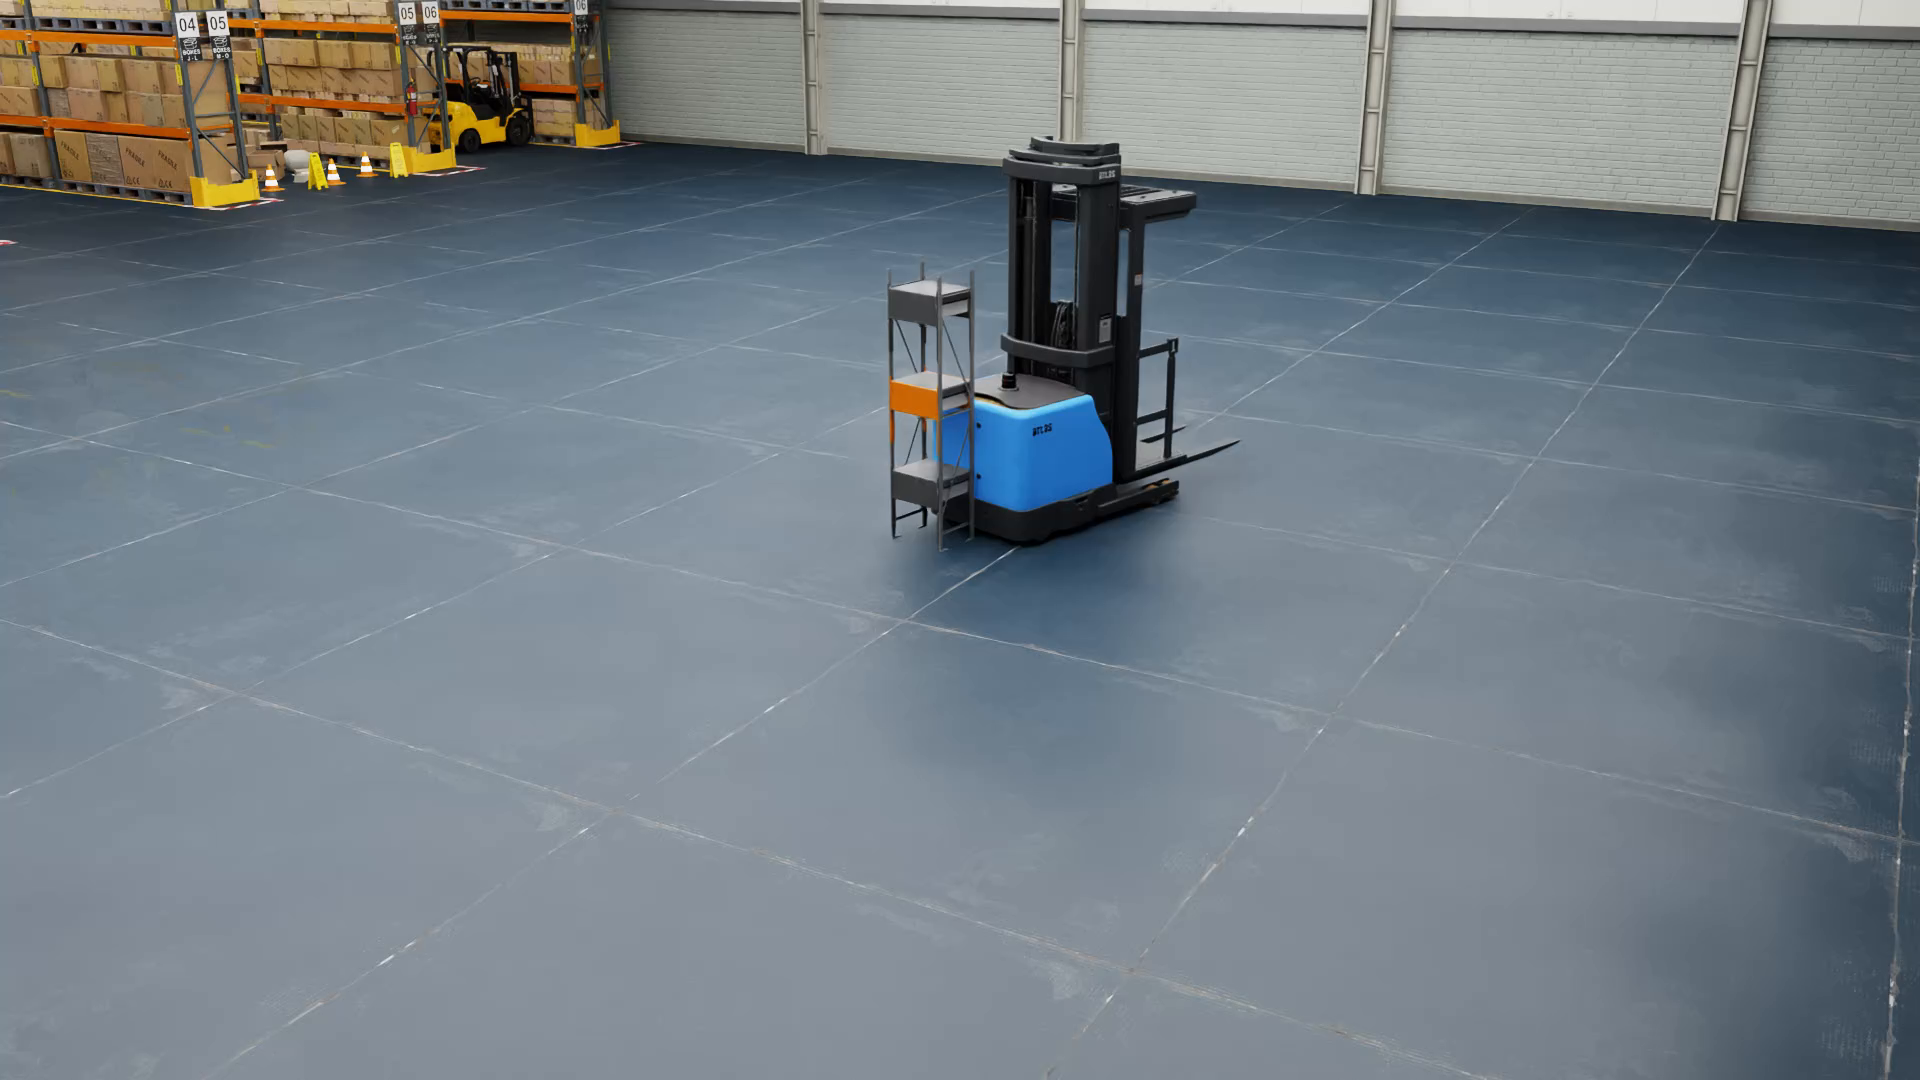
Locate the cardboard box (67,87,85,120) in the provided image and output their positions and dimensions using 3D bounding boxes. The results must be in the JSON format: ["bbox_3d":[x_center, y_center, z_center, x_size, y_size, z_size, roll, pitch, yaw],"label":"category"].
[{"bbox_3d":[-15.565,-7.939,30.132,0.550,0.550,0.875,11,23,27],"label":"cardboard box"}]

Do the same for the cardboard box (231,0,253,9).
[{"bbox_3d":[-14.639,-11.092,34.250,0.500,0.250,0.500,10,22,26],"label":"cardboard box"}]

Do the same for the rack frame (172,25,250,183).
[{"bbox_3d":[-12.892,-7.346,28.717,0.127,3.000,1.000,11,23,27],"label":"rack frame"}]

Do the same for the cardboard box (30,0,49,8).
[{"bbox_3d":[-16.094,-9.570,29.471,0.500,0.250,0.500,11,23,28],"label":"cardboard box"}]

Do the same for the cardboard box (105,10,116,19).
[{"bbox_3d":[-14.457,-9.048,28.616,0.250,0.149,0.380,11,23,28],"label":"cardboard box"}]

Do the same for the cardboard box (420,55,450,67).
[{"bbox_3d":[-12.194,-11.150,38.690,0.500,0.250,0.500,10,22,26],"label":"cardboard box"}]

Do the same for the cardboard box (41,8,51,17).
[{"bbox_3d":[-16.005,-9.343,29.430,0.250,0.149,0.380,11,23,28],"label":"cardboard box"}]

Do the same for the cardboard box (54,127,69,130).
[{"bbox_3d":[-20.462,-9.951,38.399,0.875,0.875,0.875,12,23,29],"label":"cardboard box"}]

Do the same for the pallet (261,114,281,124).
[{"bbox_3d":[-16.827,-10.672,41.977,1.213,0.211,1.003,11,23,27],"label":"pallet"}]

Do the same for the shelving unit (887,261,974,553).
[{"bbox_3d":[-0.214,-0.996,12.530,0.503,2.100,0.431,16,25,38],"label":"shelving unit"}]

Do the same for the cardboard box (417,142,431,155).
[{"bbox_3d":[-11.136,-7.957,33.819,0.500,0.250,0.500,11,22,27],"label":"cardboard box"}]

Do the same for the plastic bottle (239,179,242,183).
[{"bbox_3d":[-13.586,-6.823,31.586,0.283,0.061,0.133,3,20,9],"label":"plastic bottle"}]

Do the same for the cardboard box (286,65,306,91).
[{"bbox_3d":[-13.361,-9.455,33.950,0.500,0.500,0.500,11,23,27],"label":"cardboard box"}]

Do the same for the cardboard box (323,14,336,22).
[{"bbox_3d":[-12.377,-10.346,32.958,0.250,0.149,0.380,10,22,27],"label":"cardboard box"}]

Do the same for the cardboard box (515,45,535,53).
[{"bbox_3d":[-9.728,-10.985,37.216,0.250,0.149,0.380,11,23,28],"label":"cardboard box"}]

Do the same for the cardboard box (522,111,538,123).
[{"bbox_3d":[-9.620,-9.608,37.638,0.500,0.250,0.500,10,22,26],"label":"cardboard box"}]

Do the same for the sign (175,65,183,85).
[{"bbox_3d":[-13.169,-7.842,28.040,0.005,0.325,0.100,11,23,27],"label":"sign"}]

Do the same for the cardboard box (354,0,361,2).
[{"bbox_3d":[-11.640,-10.620,32.544,0.250,0.149,0.380,11,23,28],"label":"cardboard box"}]

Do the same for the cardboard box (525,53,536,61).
[{"bbox_3d":[-9.490,-10.811,37.171,0.250,0.149,0.380,10,22,26],"label":"cardboard box"}]

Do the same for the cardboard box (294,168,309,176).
[{"bbox_3d":[-12.695,-7.112,32.254,0.380,0.149,0.250,-11,23,-29],"label":"cardboard box"}]

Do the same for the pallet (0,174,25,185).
[{"bbox_3d":[-18.164,-7.008,31.876,1.213,0.211,1.003,11,23,27],"label":"pallet"}]

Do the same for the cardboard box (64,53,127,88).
[{"bbox_3d":[-15.542,-8.461,29.987,0.550,0.550,0.875,11,23,27],"label":"cardboard box"}]

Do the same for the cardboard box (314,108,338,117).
[{"bbox_3d":[-12.909,-8.718,33.864,0.250,0.149,0.380,12,23,30],"label":"cardboard box"}]

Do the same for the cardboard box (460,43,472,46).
[{"bbox_3d":[-11.226,-11.319,38.135,0.250,0.149,0.380,11,23,28],"label":"cardboard box"}]

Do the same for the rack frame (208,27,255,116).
[{"bbox_3d":[-18.625,-12.310,42.402,0.127,3.000,1.000,11,23,27],"label":"rack frame"}]

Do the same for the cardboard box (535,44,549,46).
[{"bbox_3d":[-9.419,-11.174,37.736,0.250,0.149,0.380,10,22,26],"label":"cardboard box"}]

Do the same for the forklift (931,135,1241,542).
[{"bbox_3d":[1.171,-1.773,13.455,3.031,2.935,1.130,-19,27,-41],"label":"forklift"}]

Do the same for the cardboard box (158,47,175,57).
[{"bbox_3d":[-16.812,-10.322,35.724,0.500,0.500,0.500,12,23,30],"label":"cardboard box"}]

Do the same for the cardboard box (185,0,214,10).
[{"bbox_3d":[-13.188,-9.226,28.523,0.500,0.250,0.500,11,23,27],"label":"cardboard box"}]

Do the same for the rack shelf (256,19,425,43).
[{"bbox_3d":[-12.312,-10.241,33.353,4.000,0.370,1.077,11,23,27],"label":"rack shelf"}]

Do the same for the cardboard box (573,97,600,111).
[{"bbox_3d":[-8.476,-9.825,37.503,0.500,0.250,0.500,10,22,26],"label":"cardboard box"}]

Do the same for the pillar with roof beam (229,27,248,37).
[{"bbox_3d":[-20.893,-14.233,38.905,0.400,9.000,9.100,11,23,27],"label":"pillar with roof beam"}]

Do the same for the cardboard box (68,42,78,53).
[{"bbox_3d":[-19.450,-10.945,37.027,0.500,0.500,0.500,10,22,26],"label":"cardboard box"}]

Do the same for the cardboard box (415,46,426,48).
[{"bbox_3d":[-12.708,-11.641,39.460,0.250,0.149,0.380,11,23,27],"label":"cardboard box"}]

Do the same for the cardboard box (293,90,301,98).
[{"bbox_3d":[-13.447,-9.174,34.124,0.250,0.149,0.380,11,23,27],"label":"cardboard box"}]

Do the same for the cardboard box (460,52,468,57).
[{"bbox_3d":[-11.264,-11.158,38.127,0.250,0.149,0.380,11,23,29],"label":"cardboard box"}]

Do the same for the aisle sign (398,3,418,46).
[{"bbox_3d":[-10.654,-9.961,32.116,0.004,0.787,0.394,11,23,27],"label":"aisle sign"}]

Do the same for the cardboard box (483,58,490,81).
[{"bbox_3d":[-10.476,-10.709,37.843,0.500,0.500,0.500,11,22,27],"label":"cardboard box"}]

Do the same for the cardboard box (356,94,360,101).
[{"bbox_3d":[-11.880,-8.893,33.350,0.250,0.149,0.380,11,23,28],"label":"cardboard box"}]

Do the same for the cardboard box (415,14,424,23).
[{"bbox_3d":[-10.698,-10.280,32.775,0.250,0.149,0.380,11,23,27],"label":"cardboard box"}]

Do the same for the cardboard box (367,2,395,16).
[{"bbox_3d":[-11.145,-10.320,32.302,0.500,0.250,0.500,10,22,27],"label":"cardboard box"}]

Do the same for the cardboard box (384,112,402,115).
[{"bbox_3d":[-13.433,-10.400,40.003,0.625,0.625,0.875,10,22,25],"label":"cardboard box"}]

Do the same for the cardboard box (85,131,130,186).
[{"bbox_3d":[-15.081,-6.935,30.085,0.875,0.875,0.875,11,23,28],"label":"cardboard box"}]

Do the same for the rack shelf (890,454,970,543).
[{"bbox_3d":[-0.213,-0.325,12.773,0.480,0.518,0.431,16,25,38],"label":"rack shelf"}]

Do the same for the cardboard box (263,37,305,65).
[{"bbox_3d":[-13.780,-10.020,34.041,0.500,0.500,0.700,11,22,27],"label":"cardboard box"}]

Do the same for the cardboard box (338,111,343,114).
[{"bbox_3d":[-12.966,-8.656,34.646,0.500,0.500,0.500,11,23,28],"label":"cardboard box"}]

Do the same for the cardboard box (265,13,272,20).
[{"bbox_3d":[-13.904,-10.667,33.843,0.250,0.149,0.380,10,22,26],"label":"cardboard box"}]

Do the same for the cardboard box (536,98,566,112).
[{"bbox_3d":[-9.152,-9.756,37.312,0.500,0.250,0.500,11,23,28],"label":"cardboard box"}]

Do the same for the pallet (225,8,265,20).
[{"bbox_3d":[-14.545,-10.957,34.550,1.003,0.211,1.213,11,23,27],"label":"pallet"}]

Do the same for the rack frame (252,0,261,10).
[{"bbox_3d":[-14.058,-12.321,33.636,0.127,3.000,1.000,11,23,27],"label":"rack frame"}]

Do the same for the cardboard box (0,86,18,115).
[{"bbox_3d":[-17.411,-8.149,30.785,0.500,0.500,0.500,11,22,27],"label":"cardboard box"}]

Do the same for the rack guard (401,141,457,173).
[{"bbox_3d":[-10.633,-7.674,33.286,0.348,0.500,1.175,11,23,27],"label":"rack guard"}]

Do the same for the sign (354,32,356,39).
[{"bbox_3d":[-14.865,-12.355,40.828,0.005,0.325,0.100,11,23,27],"label":"sign"}]

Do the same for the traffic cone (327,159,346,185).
[{"bbox_3d":[-11.815,-6.944,31.329,0.334,0.463,0.336,11,23,27],"label":"traffic cone"}]

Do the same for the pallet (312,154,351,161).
[{"bbox_3d":[-13.455,-8.089,34.856,1.213,0.211,1.003,11,23,27],"label":"pallet"}]
